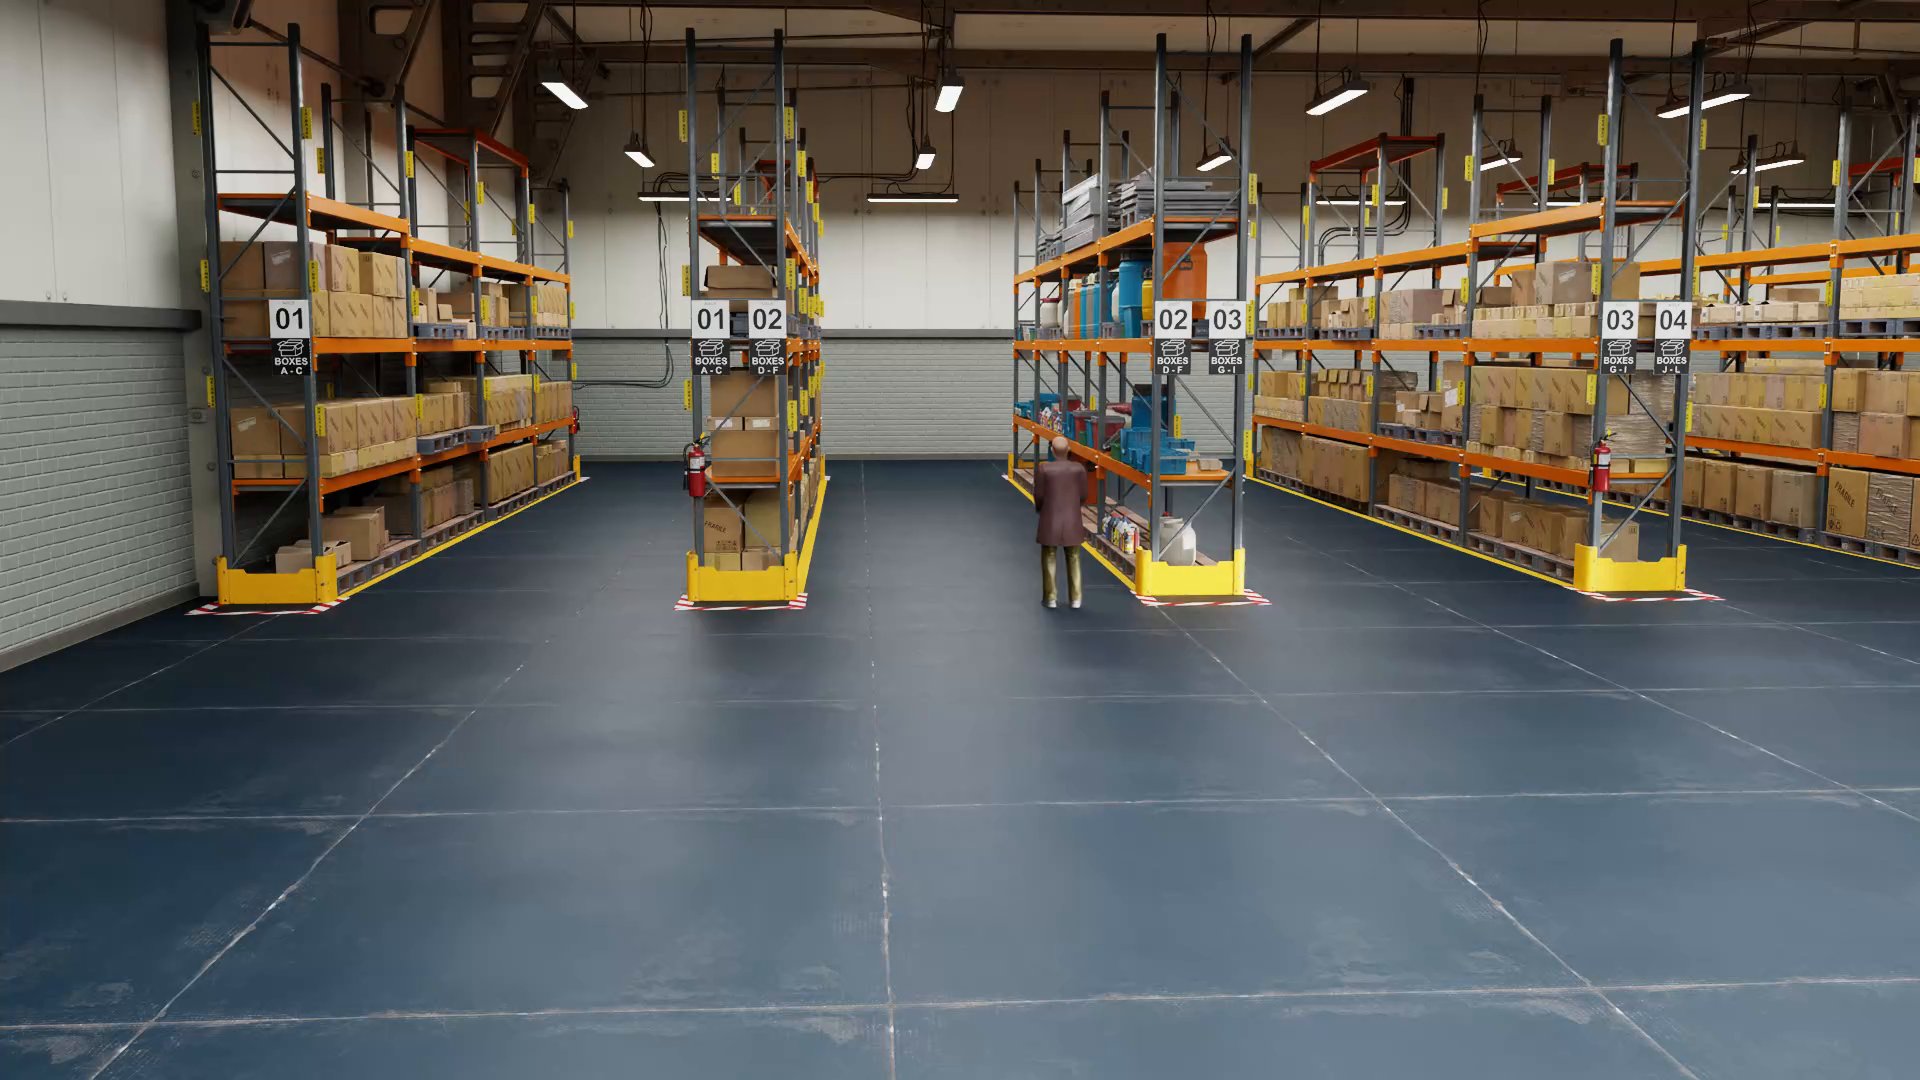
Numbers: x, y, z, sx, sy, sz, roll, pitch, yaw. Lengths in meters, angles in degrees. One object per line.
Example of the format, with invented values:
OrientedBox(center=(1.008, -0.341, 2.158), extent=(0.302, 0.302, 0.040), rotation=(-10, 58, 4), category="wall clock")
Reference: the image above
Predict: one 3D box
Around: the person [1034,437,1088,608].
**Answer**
OrientedBox(center=(1.043, -0.192, 17.394), extent=(0.572, 1.782, 0.479), rotation=(-1, 7, -5), category="person")
